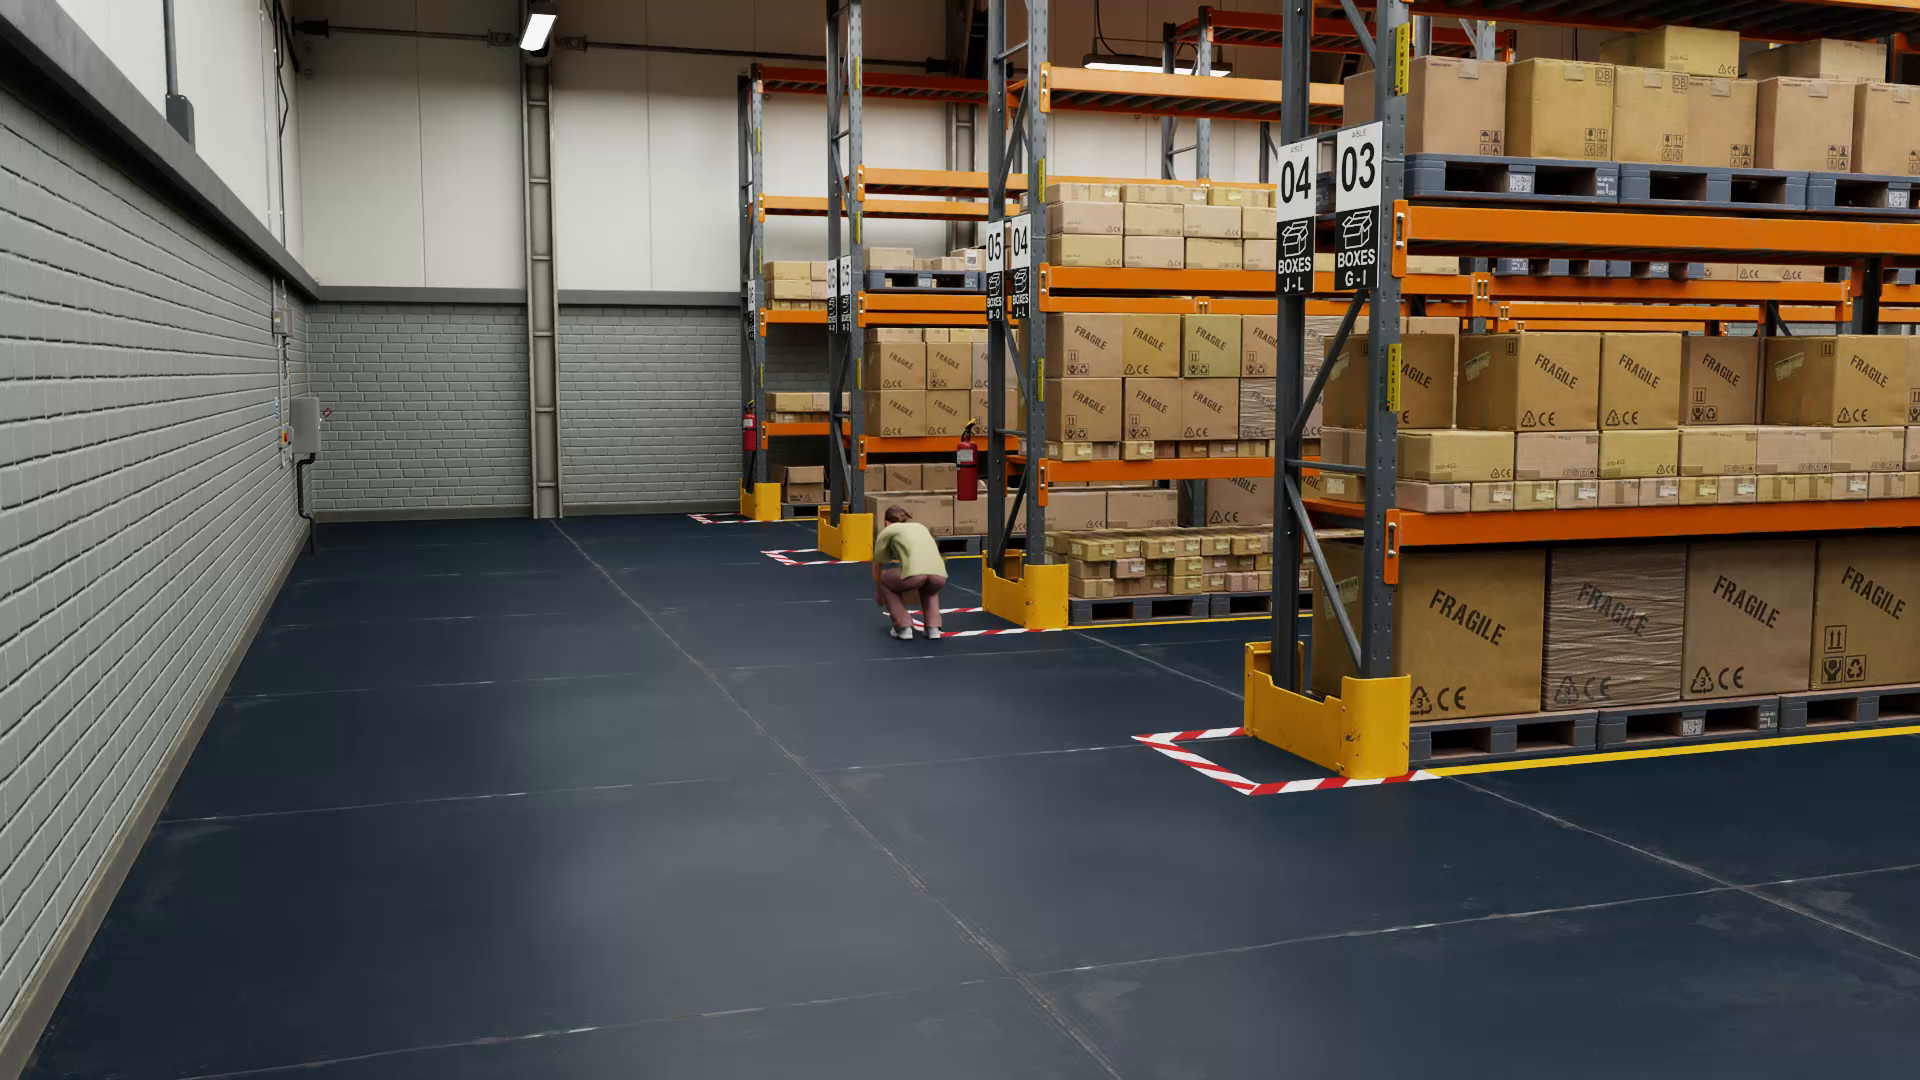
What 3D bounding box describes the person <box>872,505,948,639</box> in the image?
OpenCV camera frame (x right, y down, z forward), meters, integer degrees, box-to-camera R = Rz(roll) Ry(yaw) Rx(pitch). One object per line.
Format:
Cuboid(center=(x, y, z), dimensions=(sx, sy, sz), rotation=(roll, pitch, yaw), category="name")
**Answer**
Cuboid(center=(-0.387, 0.245, 12.593), dimensions=(0.494, 0.976, 0.783), rotation=(-2, 6, -18), category="person")
